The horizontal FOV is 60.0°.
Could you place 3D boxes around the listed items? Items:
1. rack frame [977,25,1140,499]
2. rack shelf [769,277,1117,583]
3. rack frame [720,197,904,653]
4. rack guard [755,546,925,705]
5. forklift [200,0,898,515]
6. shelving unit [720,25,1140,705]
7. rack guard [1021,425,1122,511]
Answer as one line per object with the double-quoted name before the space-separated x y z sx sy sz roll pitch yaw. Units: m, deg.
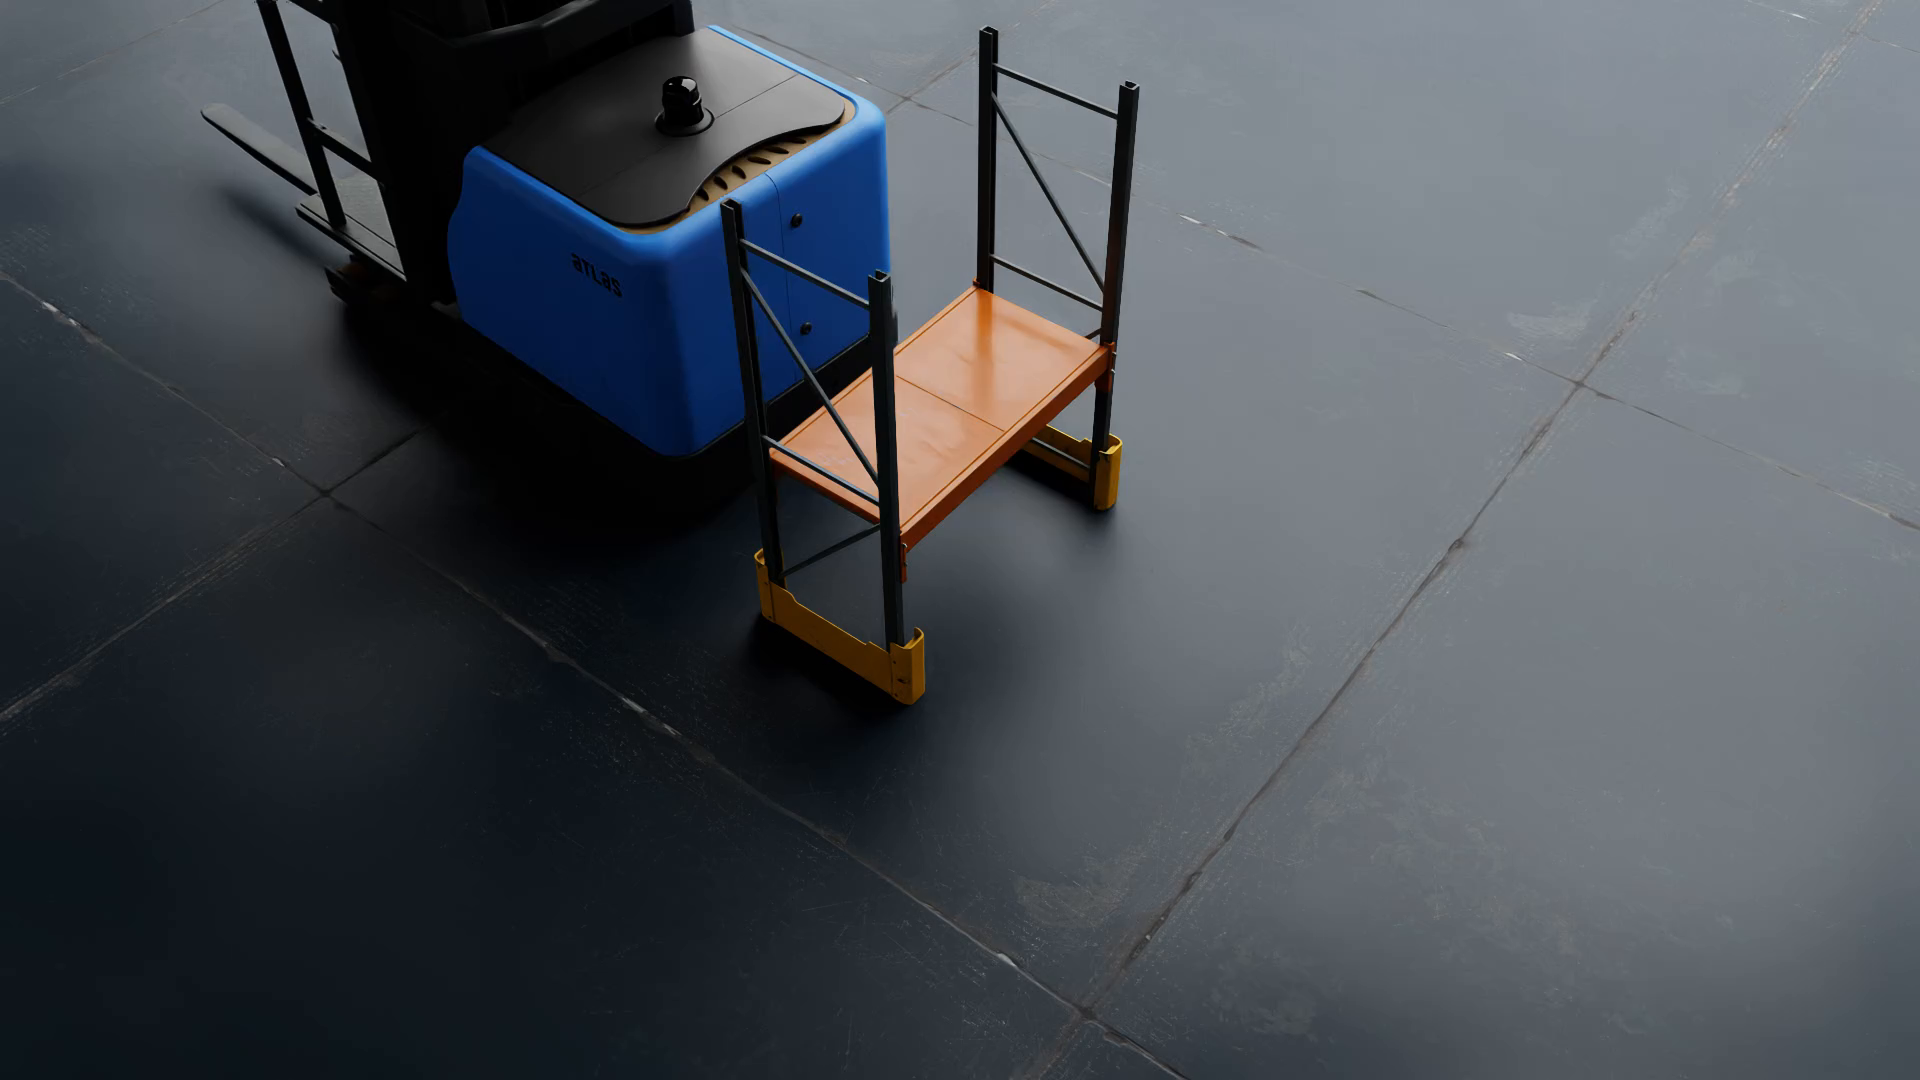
"rack frame" 0.259 -0.760 4.939 0.500 1.500 0.032 29 53 25
"rack shelf" -0.052 -0.345 4.791 0.538 0.185 1.000 29 53 25
"rack frame" -0.363 -0.178 4.383 0.500 1.500 0.032 29 53 25
"rack guard" -0.351 0.242 4.846 0.587 0.250 0.087 29 53 25
"forklift" -1.648 -2.017 5.150 3.031 2.935 1.130 33 54 27
"shelving unit" -0.047 -0.474 4.666 0.587 1.500 1.083 29 53 25
"rack guard" 0.258 -0.328 5.390 0.587 0.250 0.087 29 53 25
